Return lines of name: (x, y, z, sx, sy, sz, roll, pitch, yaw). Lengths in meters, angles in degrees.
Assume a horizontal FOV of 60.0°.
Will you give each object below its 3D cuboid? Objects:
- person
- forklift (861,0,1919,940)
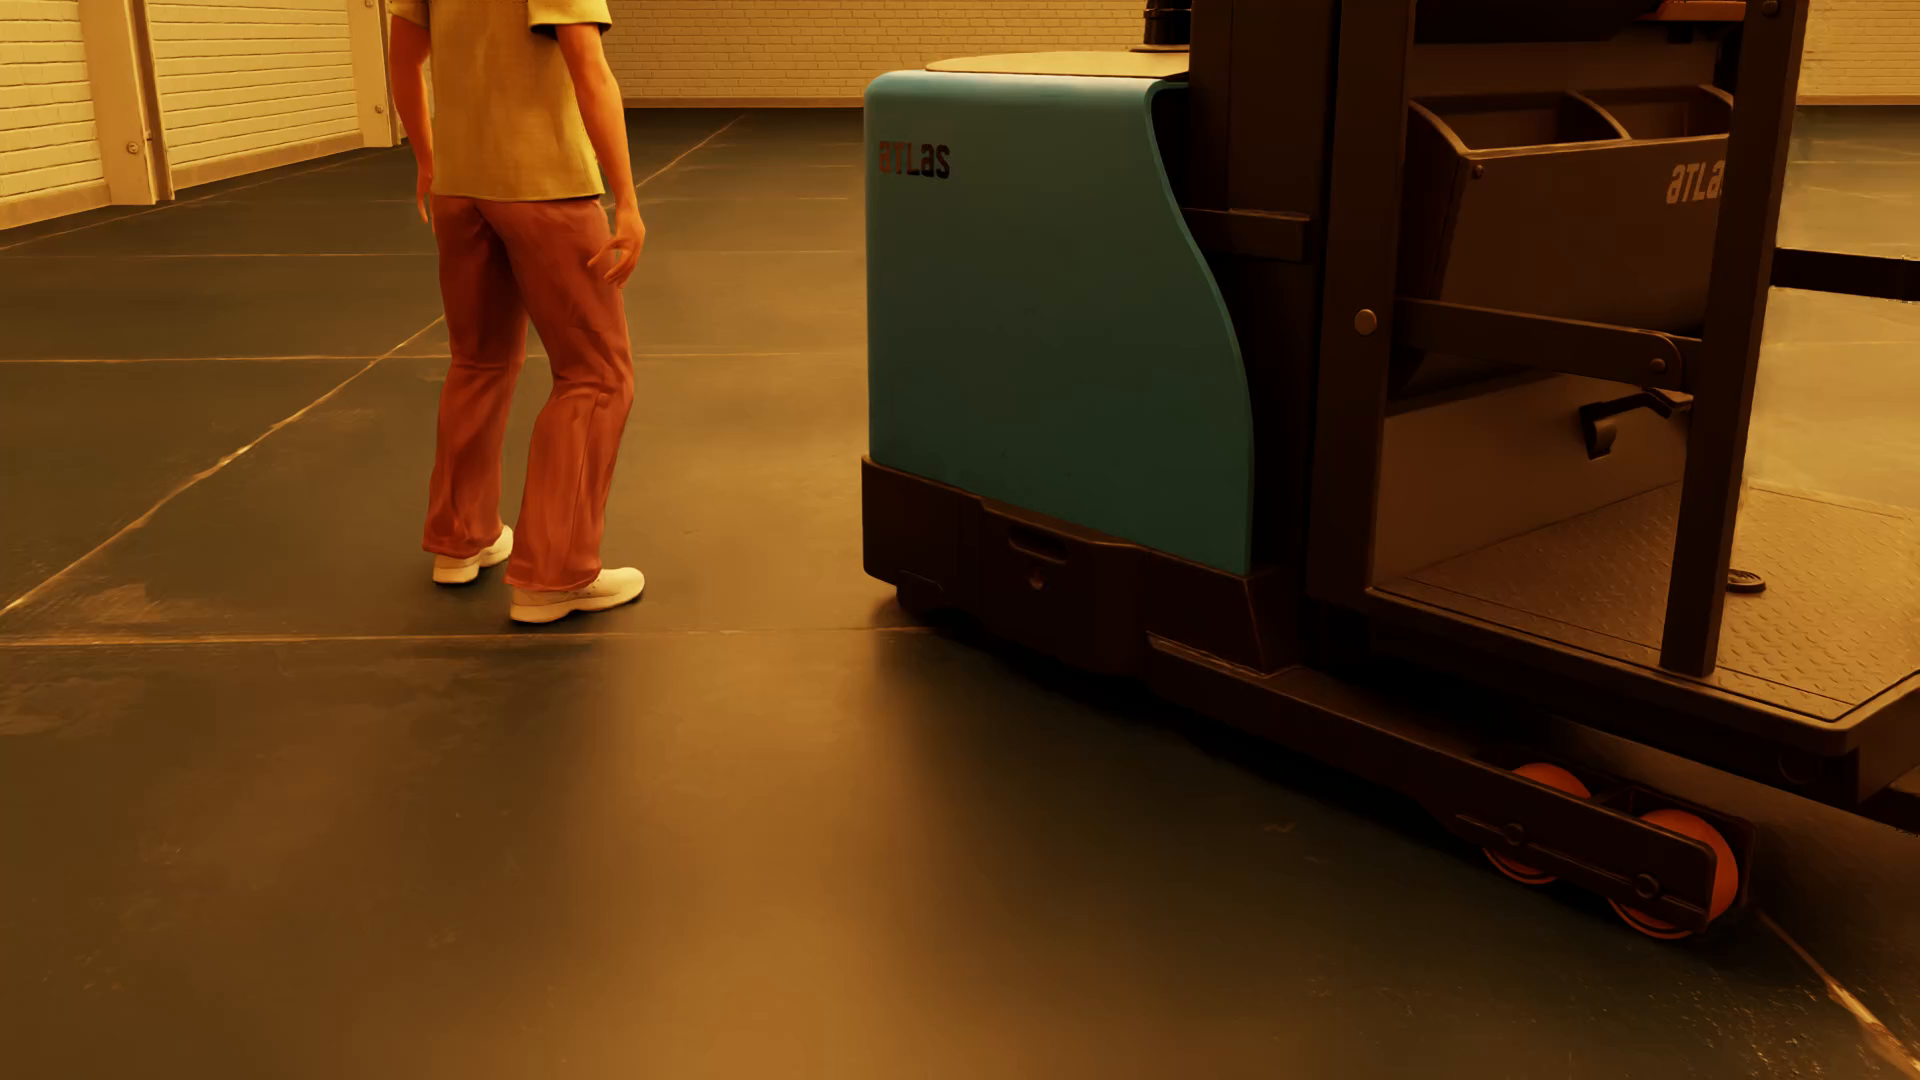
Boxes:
person: (-0.866, -0.672, 3.301, 0.721, 1.650, 0.377, 11, 20, 31)
forklift: (1.137, -1.042, 2.314, 1.130, 2.935, 3.031, -14, 22, -38)
